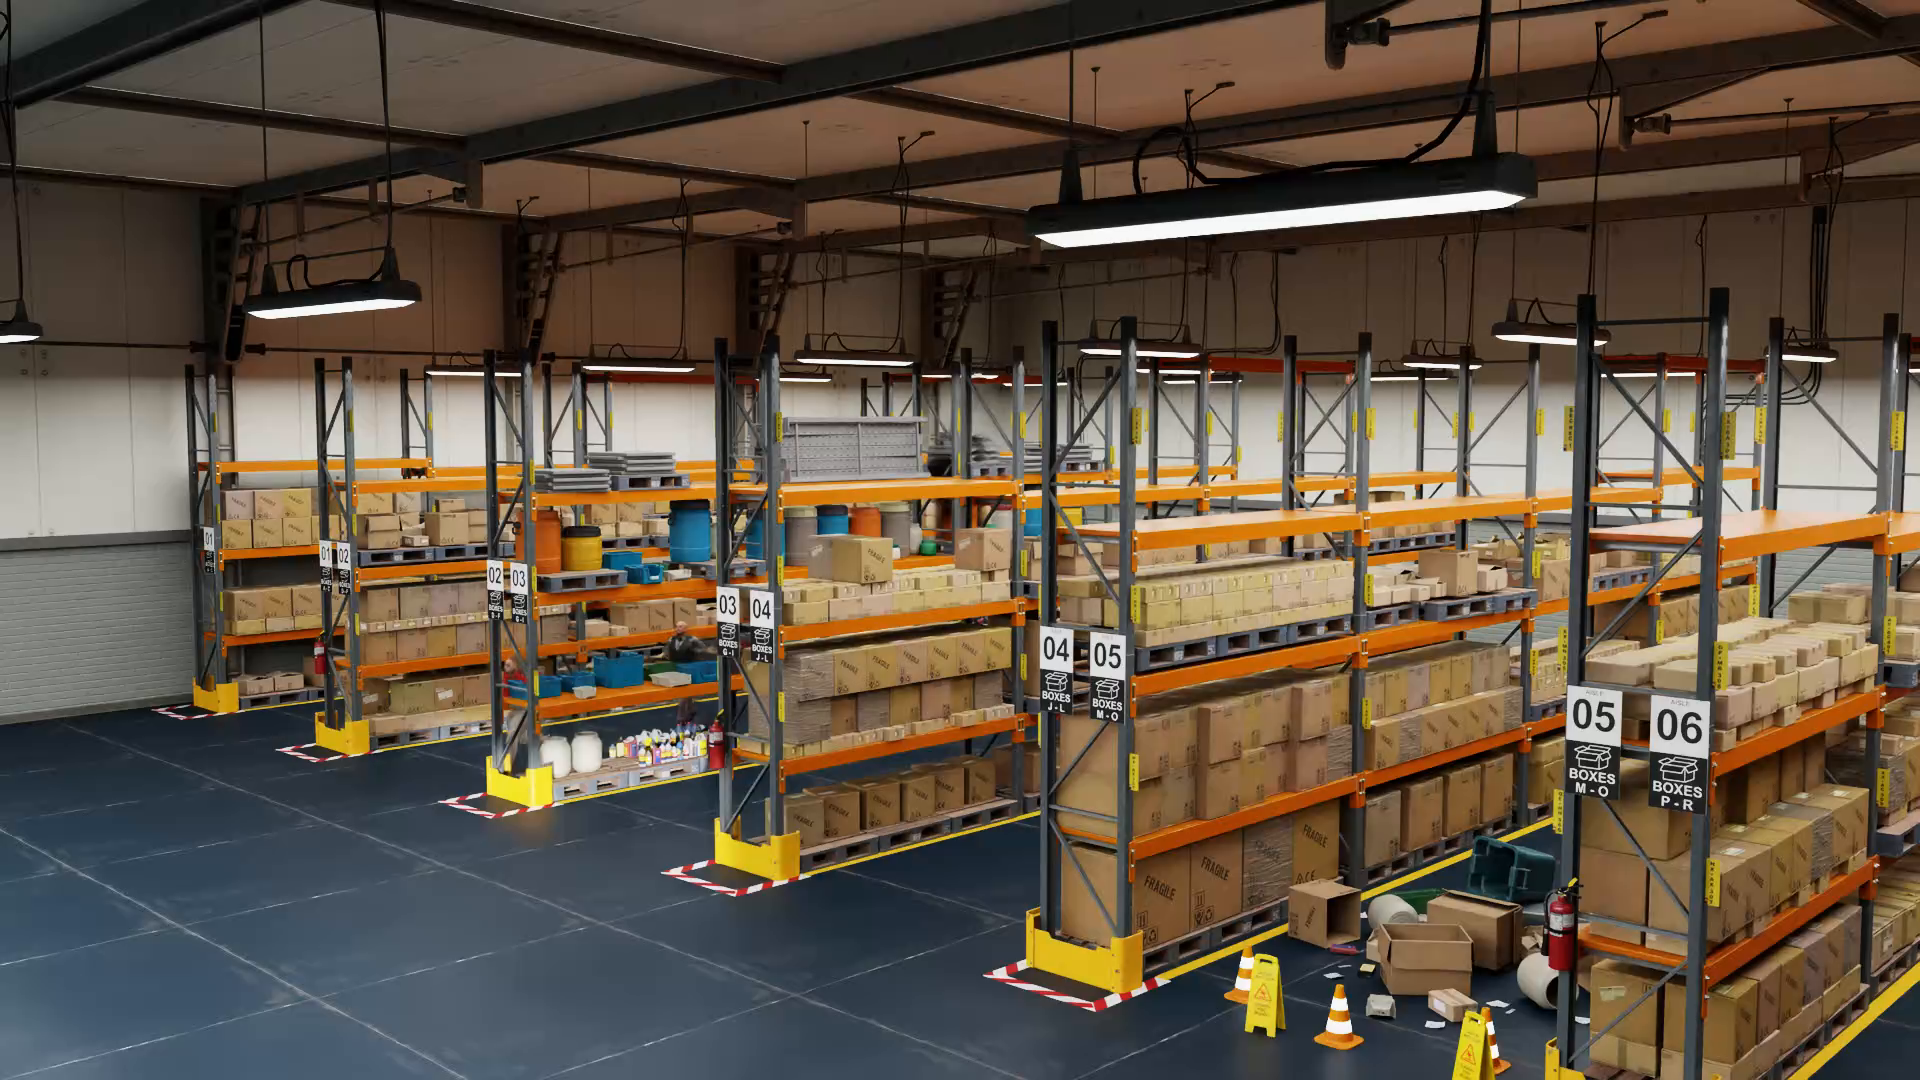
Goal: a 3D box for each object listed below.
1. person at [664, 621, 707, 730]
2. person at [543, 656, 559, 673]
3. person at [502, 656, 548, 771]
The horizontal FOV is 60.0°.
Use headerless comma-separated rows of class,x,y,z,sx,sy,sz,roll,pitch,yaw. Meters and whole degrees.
person,-4.555,2.205,27.345,0.644,1.772,0.805,2,5,26
person,-7.782,1.922,30.988,0.690,1.809,0.838,3,6,38
person,-6.282,2.505,23.905,0.663,1.732,1.077,3,5,36
